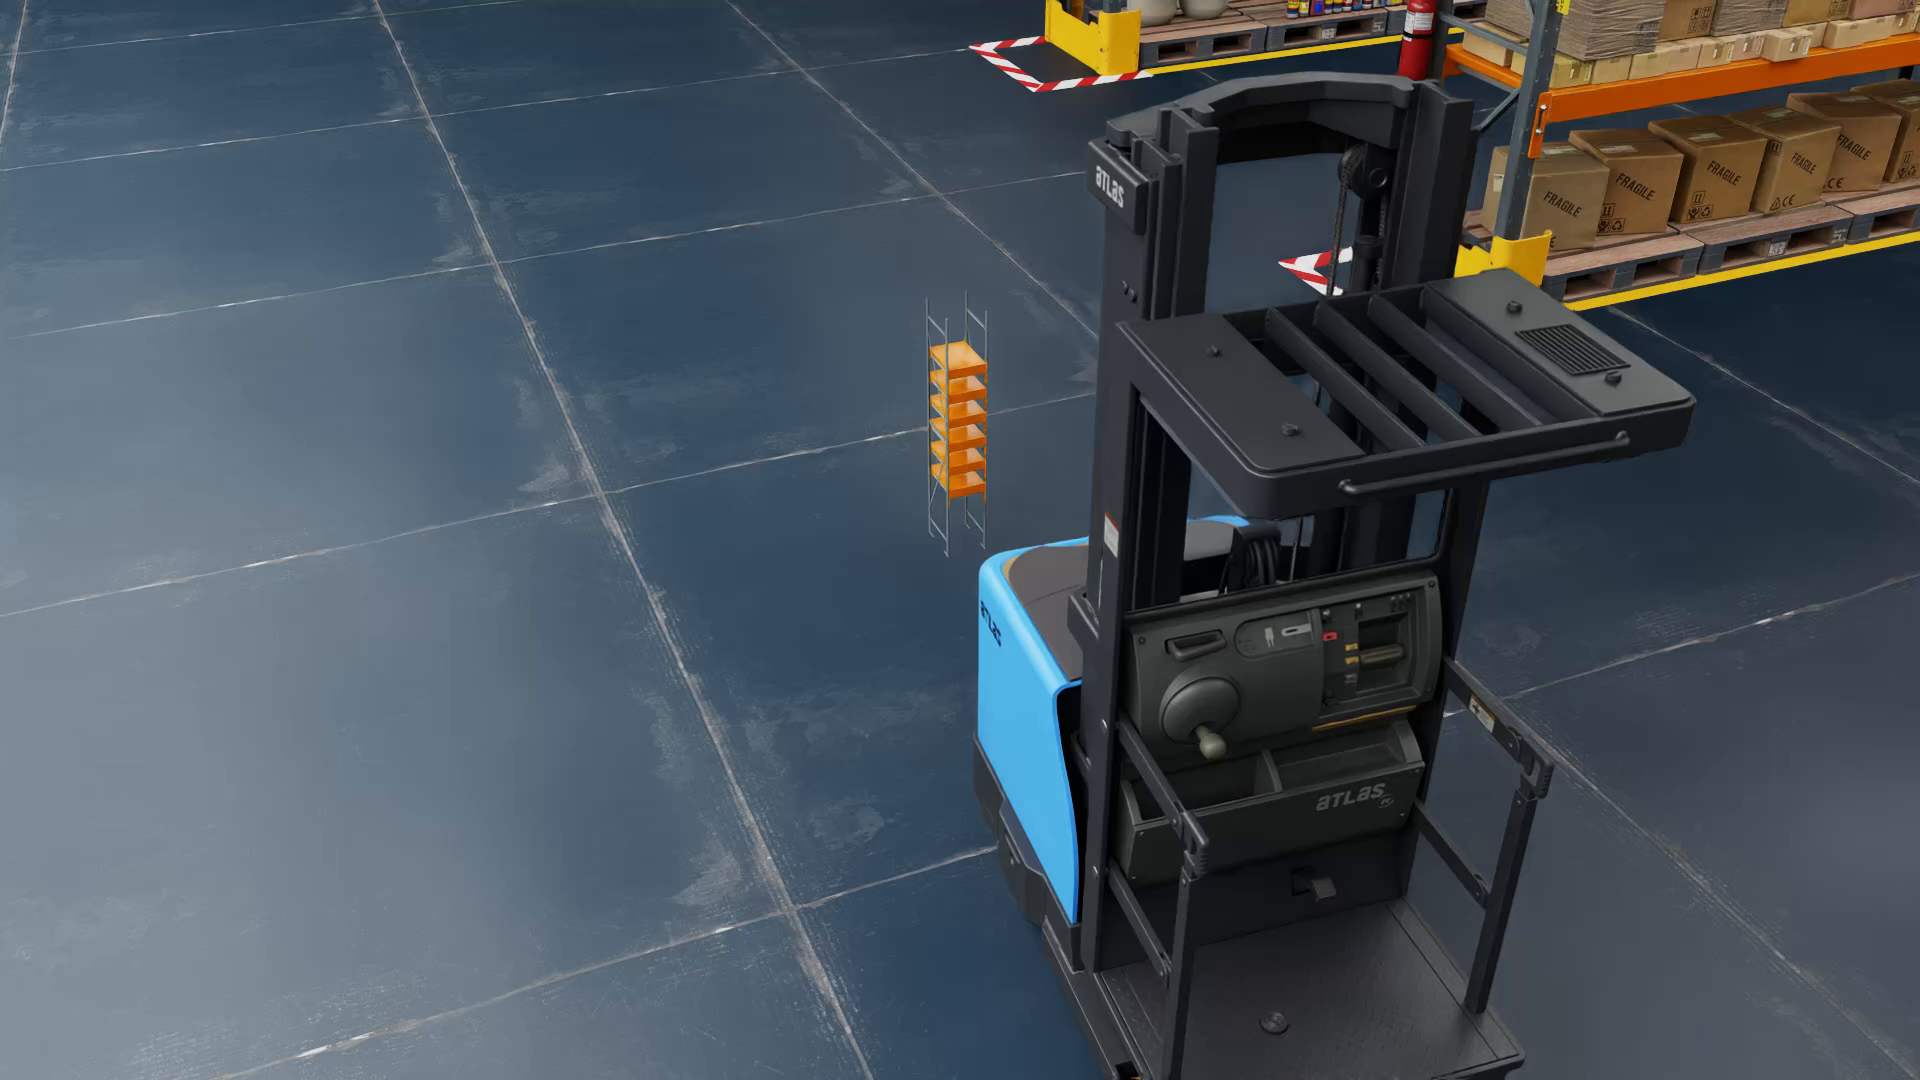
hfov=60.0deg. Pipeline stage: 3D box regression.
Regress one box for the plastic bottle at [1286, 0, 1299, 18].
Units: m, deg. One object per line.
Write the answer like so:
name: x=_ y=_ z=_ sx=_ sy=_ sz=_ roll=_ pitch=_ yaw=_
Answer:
plastic bottle: x=2.841 y=-4.591 z=14.154 sx=0.097 sy=0.271 sz=0.097 roll=0 pitch=33 yaw=0

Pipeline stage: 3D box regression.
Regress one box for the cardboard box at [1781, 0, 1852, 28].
cardboard box: x=4.842 y=-3.452 z=9.941 sx=0.500 sy=0.500 sz=0.875 roll=-13 pitch=35 yaw=-19

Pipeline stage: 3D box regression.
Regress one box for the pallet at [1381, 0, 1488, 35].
pallet: x=4.101 y=-4.879 z=15.056 sx=1.213 sy=0.211 sz=1.003 roll=-13 pitch=35 yaw=-19

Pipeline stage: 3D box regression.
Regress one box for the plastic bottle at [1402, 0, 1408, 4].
plastic bottle: x=3.943 y=-4.838 z=14.523 sx=0.133 sy=0.283 sz=0.061 roll=-11 pitch=35 yaw=-16

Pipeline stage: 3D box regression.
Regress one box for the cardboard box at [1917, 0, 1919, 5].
cardboard box: x=5.741 y=-3.693 z=10.311 sx=0.500 sy=0.500 sz=0.875 roll=-13 pitch=35 yaw=-19

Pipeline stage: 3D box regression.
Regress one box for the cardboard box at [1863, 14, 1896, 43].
cardboard box: x=5.398 y=-3.141 z=10.057 sx=0.250 sy=0.149 sz=0.380 roll=-13 pitch=35 yaw=-19

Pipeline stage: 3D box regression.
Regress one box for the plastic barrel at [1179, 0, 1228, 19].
plastic barrel: x=2.088 y=-4.741 z=14.182 sx=0.421 sy=0.512 sz=0.421 roll=0 pitch=33 yaw=0

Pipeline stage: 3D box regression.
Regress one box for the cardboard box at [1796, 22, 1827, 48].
cardboard box: x=4.921 y=-3.056 z=9.927 sx=0.250 sy=0.149 sz=0.380 roll=-13 pitch=35 yaw=-19

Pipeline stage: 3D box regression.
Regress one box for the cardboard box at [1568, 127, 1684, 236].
cardboard box: x=4.086 y=-2.229 z=10.332 sx=0.500 sy=0.500 sz=0.500 roll=-4 pitch=33 yaw=-6

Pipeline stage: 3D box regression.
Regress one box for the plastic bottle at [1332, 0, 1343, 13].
plastic bottle: x=3.249 y=-4.685 z=14.298 sx=0.097 sy=0.271 sz=0.097 roll=0 pitch=33 yaw=0

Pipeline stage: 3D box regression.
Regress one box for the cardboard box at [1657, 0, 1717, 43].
cardboard box: x=3.898 y=-3.269 z=9.659 sx=0.500 sy=0.500 sz=0.875 roll=-13 pitch=35 yaw=-19

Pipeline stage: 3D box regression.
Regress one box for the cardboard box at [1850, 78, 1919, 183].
cardboard box: x=6.270 y=-2.742 z=11.121 sx=0.500 sy=0.500 sz=0.500 roll=-14 pitch=36 yaw=-20

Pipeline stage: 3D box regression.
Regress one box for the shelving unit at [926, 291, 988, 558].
shelving unit: x=-0.013 y=-0.500 z=7.418 sx=0.189 sy=1.200 sz=0.258 roll=-13 pitch=35 yaw=-19

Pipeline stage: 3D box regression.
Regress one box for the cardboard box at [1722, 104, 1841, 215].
cardboard box: x=5.203 y=-2.447 z=10.667 sx=0.500 sy=0.500 sz=0.500 roll=-16 pitch=36 yaw=-23

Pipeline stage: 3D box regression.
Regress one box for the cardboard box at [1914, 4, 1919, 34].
cardboard box: x=5.894 y=-3.200 z=10.149 sx=0.250 sy=0.149 sz=0.380 roll=-13 pitch=35 yaw=-19

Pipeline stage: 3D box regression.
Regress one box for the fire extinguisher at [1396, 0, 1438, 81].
fire extinguisher: x=2.682 y=-3.009 z=9.695 sx=0.183 sy=0.674 sz=0.296 roll=-13 pitch=35 yaw=-19

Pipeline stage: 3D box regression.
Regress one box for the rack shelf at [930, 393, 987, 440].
rack shelf: x=-0.013 y=-0.563 z=7.377 sx=0.180 sy=0.103 sz=0.258 roll=-13 pitch=35 yaw=-19

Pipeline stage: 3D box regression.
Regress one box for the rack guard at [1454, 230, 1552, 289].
rack guard: x=3.036 y=-1.802 z=10.061 sx=0.348 sy=0.500 sz=1.175 roll=-13 pitch=35 yaw=-19

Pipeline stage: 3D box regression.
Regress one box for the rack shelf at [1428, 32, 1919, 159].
rack shelf: x=4.810 y=-2.955 z=10.200 sx=4.000 sy=0.370 sz=1.077 roll=-13 pitch=35 yaw=-19

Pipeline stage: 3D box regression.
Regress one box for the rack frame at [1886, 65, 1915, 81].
rack frame: x=6.654 y=-3.678 z=10.653 sx=0.127 sy=3.000 sz=1.000 roll=-13 pitch=35 yaw=-19

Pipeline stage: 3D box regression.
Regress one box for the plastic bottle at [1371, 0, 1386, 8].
plastic bottle: x=3.628 y=-4.790 z=14.455 sx=0.135 sy=0.276 sz=0.152 roll=-12 pitch=35 yaw=-18

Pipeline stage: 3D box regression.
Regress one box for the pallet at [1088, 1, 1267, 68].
pallet: x=1.852 y=-4.364 z=14.264 sx=1.213 sy=0.211 sz=1.003 roll=-13 pitch=35 yaw=-19

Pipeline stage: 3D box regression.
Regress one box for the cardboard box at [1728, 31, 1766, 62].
cardboard box: x=4.471 y=-2.936 z=9.743 sx=0.250 sy=0.149 sz=0.380 roll=-13 pitch=35 yaw=-19

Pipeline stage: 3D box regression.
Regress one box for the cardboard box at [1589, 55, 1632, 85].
cardboard box: x=3.559 y=-2.712 z=9.398 sx=0.250 sy=0.149 sz=0.380 roll=-13 pitch=35 yaw=-19

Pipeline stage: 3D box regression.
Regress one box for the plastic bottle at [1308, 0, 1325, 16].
plastic bottle: x=3.057 y=-4.635 z=14.210 sx=0.133 sy=0.283 sz=0.061 roll=-12 pitch=35 yaw=-18

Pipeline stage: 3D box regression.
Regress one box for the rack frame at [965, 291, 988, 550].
rack frame: x=0.071 y=-0.519 z=7.448 sx=0.006 sy=1.200 sz=0.240 roll=-13 pitch=35 yaw=-19

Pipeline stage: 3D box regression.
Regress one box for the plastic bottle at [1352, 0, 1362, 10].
plastic bottle: x=3.436 y=-4.728 z=14.364 sx=0.097 sy=0.271 sz=0.097 roll=0 pitch=33 yaw=0

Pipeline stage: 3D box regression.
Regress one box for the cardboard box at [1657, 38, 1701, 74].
cardboard box: x=4.018 y=-2.820 z=9.565 sx=0.250 sy=0.149 sz=0.380 roll=-13 pitch=35 yaw=-19

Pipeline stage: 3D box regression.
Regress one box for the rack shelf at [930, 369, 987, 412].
rack shelf: x=-0.013 y=-0.664 z=7.311 sx=0.180 sy=0.103 sz=0.258 roll=-13 pitch=35 yaw=-19

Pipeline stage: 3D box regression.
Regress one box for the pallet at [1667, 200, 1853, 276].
pallet: x=4.922 y=-2.090 z=10.769 sx=1.213 sy=0.211 sz=1.003 roll=-13 pitch=35 yaw=-19

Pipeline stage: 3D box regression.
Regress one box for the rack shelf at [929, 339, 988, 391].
rack shelf: x=-0.013 y=-0.764 z=7.246 sx=0.180 sy=0.103 sz=0.258 roll=-13 pitch=35 yaw=-19

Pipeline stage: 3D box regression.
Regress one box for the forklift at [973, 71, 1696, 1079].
forklift: x=0.981 y=0.407 z=4.437 sx=1.130 sy=2.935 sz=3.031 roll=-10 pitch=34 yaw=-15
